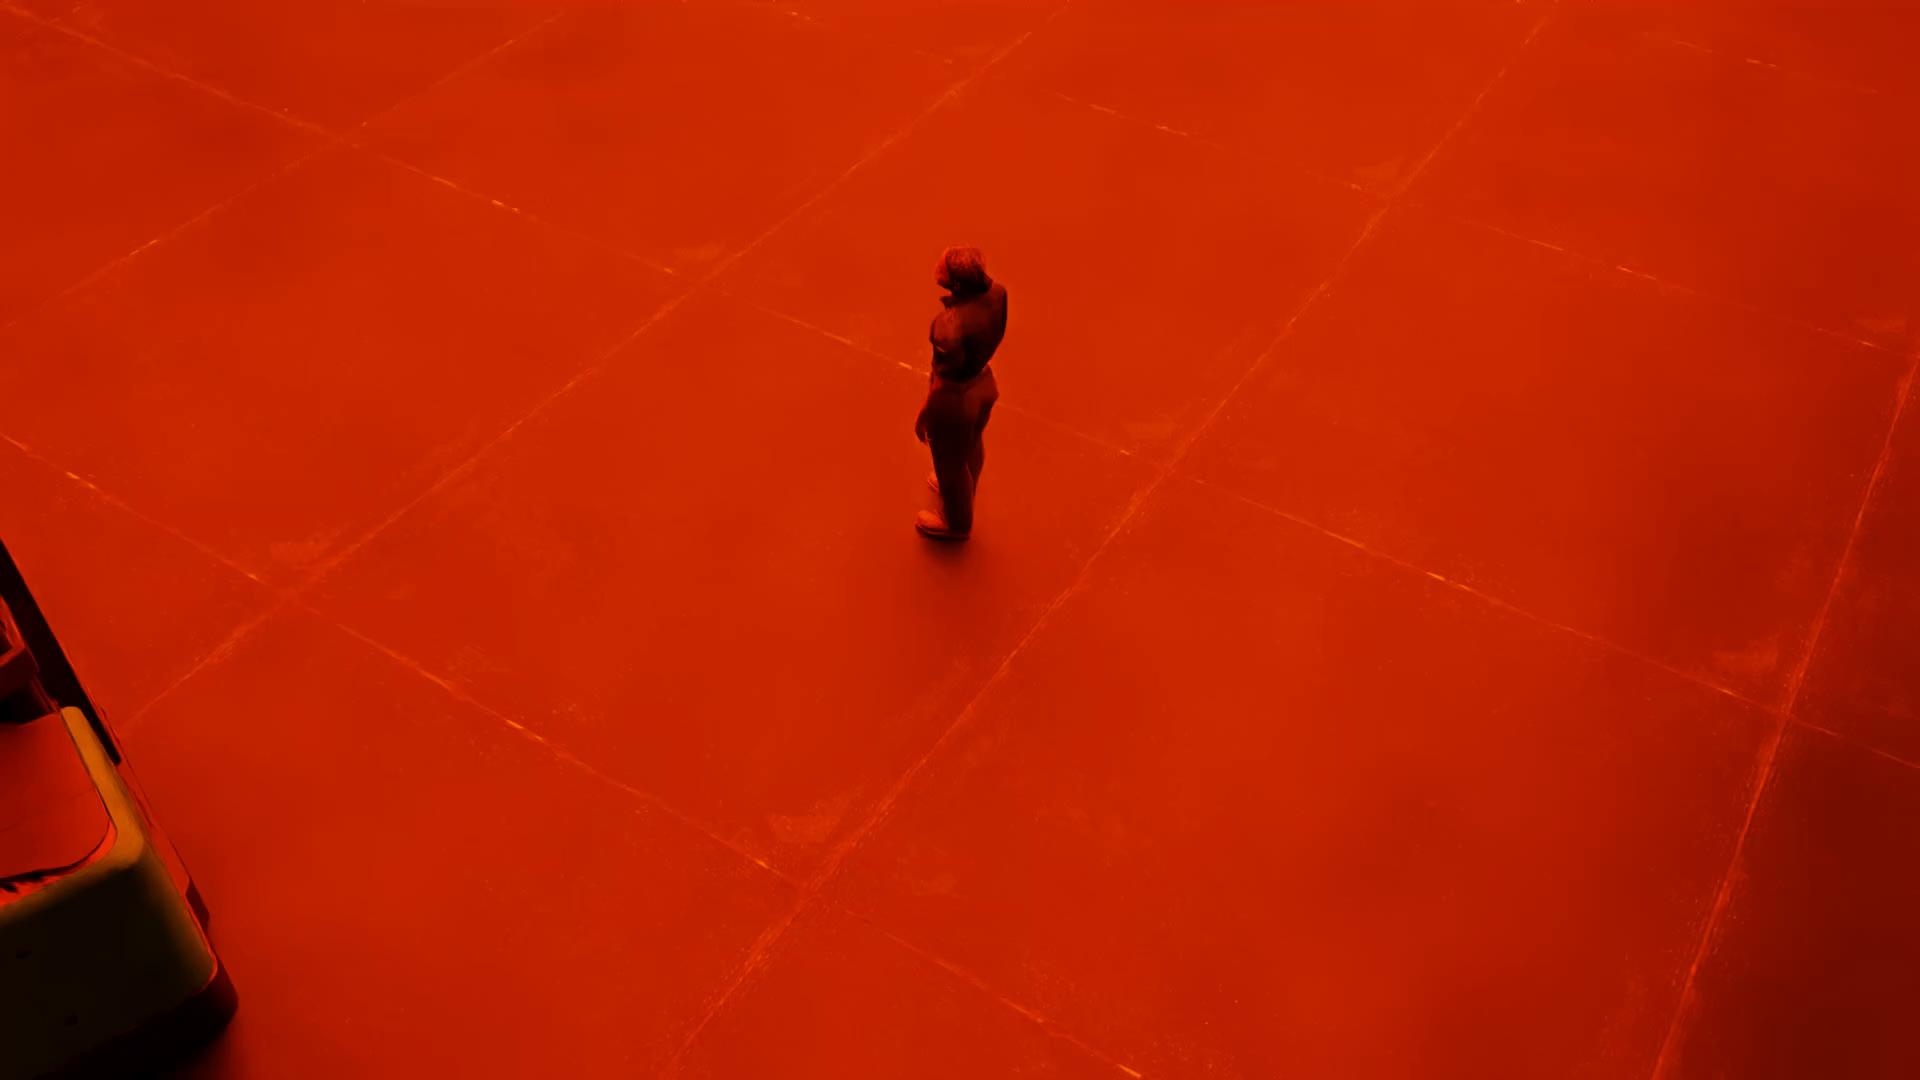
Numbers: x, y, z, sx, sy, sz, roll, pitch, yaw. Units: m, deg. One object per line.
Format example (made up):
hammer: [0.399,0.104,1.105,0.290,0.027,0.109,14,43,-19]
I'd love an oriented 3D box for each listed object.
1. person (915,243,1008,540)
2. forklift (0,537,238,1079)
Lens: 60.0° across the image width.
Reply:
person: [-0.063,-0.678,7.424,0.504,1.654,0.570,24,48,23]
forklift: [-3.934,0.104,5.739,1.130,2.935,3.031,-28,50,-26]
